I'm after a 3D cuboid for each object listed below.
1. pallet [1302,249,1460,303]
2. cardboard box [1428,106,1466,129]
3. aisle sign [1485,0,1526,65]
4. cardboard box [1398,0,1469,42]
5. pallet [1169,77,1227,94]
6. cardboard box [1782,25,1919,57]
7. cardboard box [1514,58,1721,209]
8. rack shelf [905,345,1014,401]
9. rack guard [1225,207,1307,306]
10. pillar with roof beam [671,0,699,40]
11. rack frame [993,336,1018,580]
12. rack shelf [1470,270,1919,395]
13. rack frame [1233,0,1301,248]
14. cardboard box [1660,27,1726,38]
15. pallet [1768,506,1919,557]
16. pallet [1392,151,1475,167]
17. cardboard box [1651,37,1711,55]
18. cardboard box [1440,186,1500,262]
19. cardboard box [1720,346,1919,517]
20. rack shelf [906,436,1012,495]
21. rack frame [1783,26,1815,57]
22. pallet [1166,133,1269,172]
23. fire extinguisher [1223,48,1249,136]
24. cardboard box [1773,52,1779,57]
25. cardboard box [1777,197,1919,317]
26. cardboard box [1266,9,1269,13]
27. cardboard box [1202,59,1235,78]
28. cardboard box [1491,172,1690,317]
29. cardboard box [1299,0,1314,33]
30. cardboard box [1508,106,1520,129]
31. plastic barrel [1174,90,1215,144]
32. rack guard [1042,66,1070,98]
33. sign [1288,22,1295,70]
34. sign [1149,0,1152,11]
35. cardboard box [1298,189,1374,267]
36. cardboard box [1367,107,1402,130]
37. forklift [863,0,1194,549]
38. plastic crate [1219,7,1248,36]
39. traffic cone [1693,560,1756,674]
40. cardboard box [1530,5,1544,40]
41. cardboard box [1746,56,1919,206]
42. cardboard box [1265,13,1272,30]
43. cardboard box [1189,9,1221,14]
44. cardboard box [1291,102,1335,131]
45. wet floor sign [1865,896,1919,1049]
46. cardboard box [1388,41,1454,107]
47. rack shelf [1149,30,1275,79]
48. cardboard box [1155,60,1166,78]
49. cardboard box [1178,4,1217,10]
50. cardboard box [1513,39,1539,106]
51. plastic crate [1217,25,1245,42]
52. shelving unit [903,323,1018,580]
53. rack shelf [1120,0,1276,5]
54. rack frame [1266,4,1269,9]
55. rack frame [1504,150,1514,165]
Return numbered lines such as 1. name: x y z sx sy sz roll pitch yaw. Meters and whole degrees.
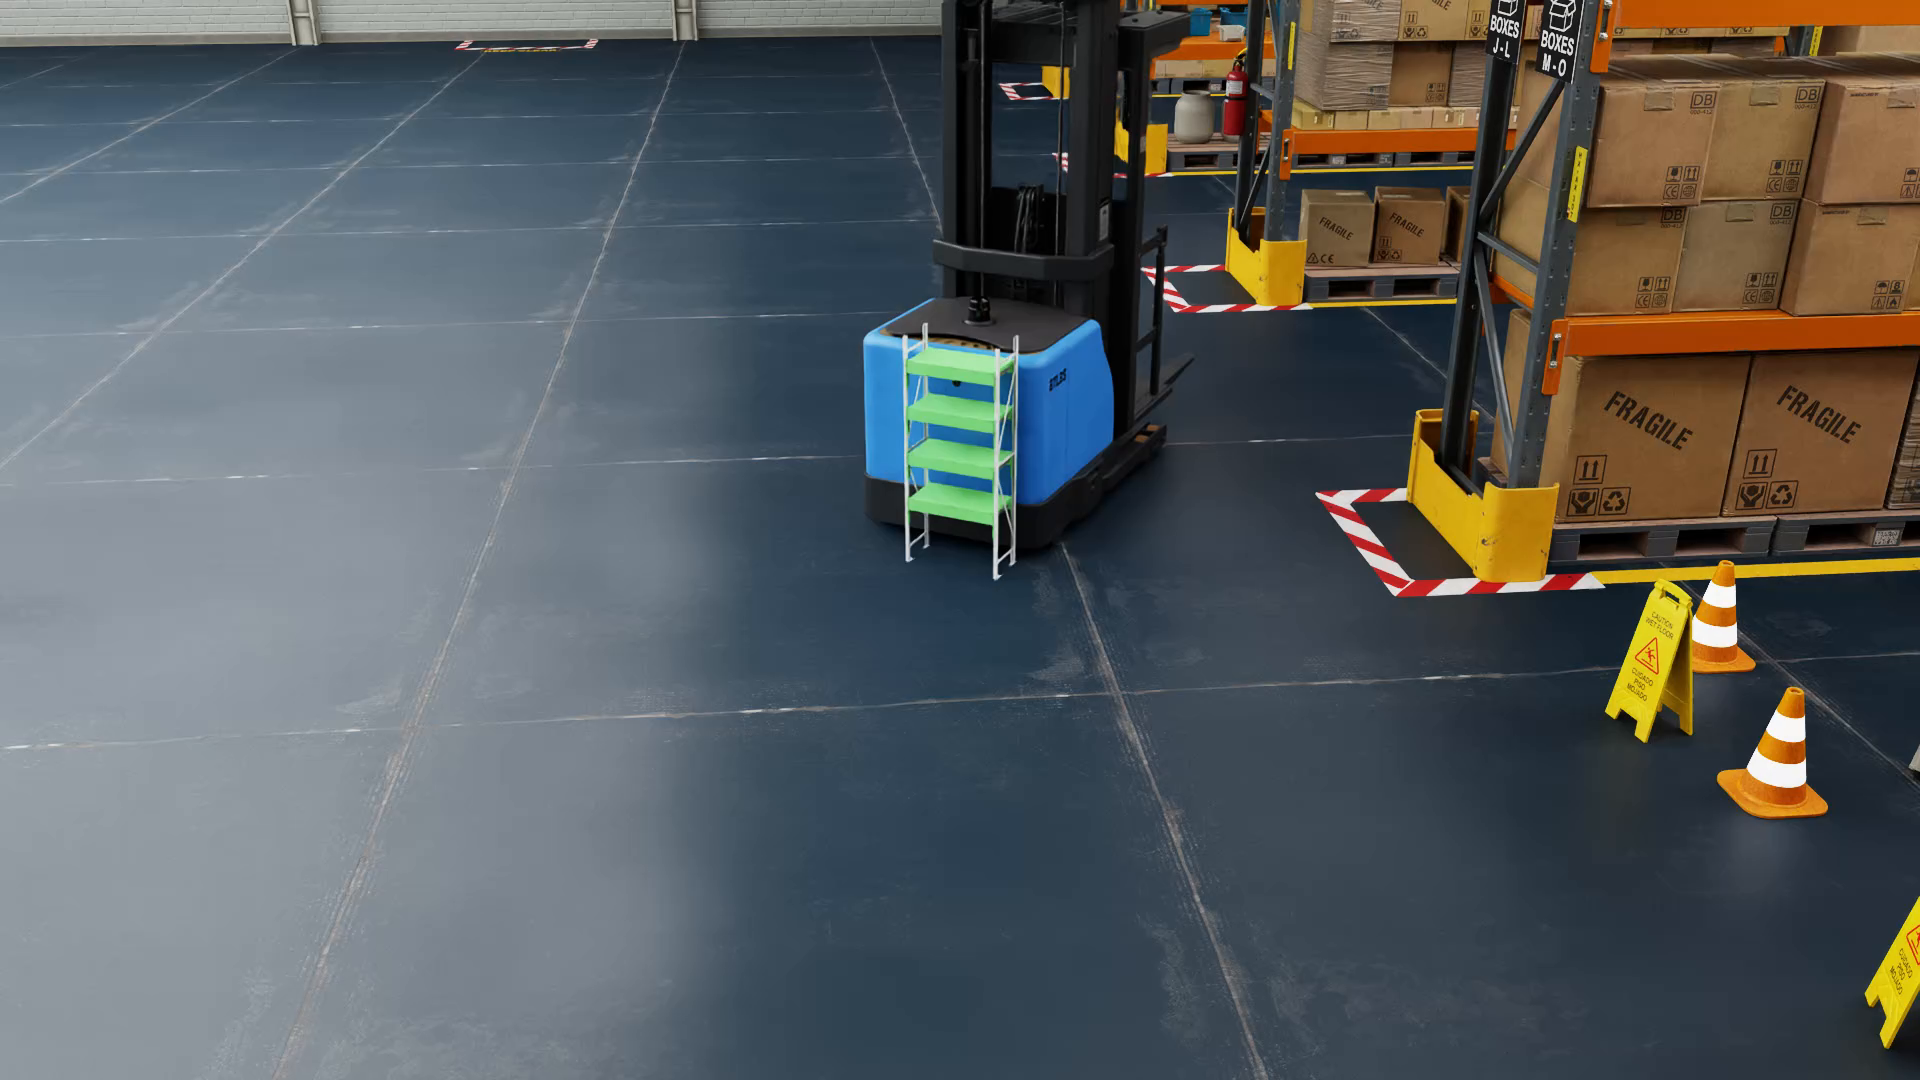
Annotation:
1. pallet: 3.235 -2.154 13.335 1.213 0.211 1.003 -2 24 -5
2. cardboard box: 3.652 -3.239 12.652 0.250 0.149 0.380 -2 24 -5
3. aisle sign: 2.635 -2.704 7.940 0.004 0.787 0.394 -2 24 -5
4. cardboard box: 3.420 -3.974 12.278 0.500 0.500 0.500 -2 24 -5
5. pallet: 3.346 -6.232 22.510 1.213 0.211 1.003 -2 24 -5
6. cardboard box: 7.133 -4.008 12.818 1.000 1.000 1.000 -2 24 -5
7. cardboard box: 3.108 -1.959 7.950 0.550 0.550 0.875 -2 24 -5
8. rack shelf: 0.003 -0.814 8.079 0.480 0.148 0.258 11 26 23
9. rack guard: 2.424 -2.268 13.236 0.348 0.500 1.175 -2 24 -5
10. pillar with roof beam: -4.049 -10.552 21.412 0.400 9.000 9.100 -2 24 -5
11. rack frame: 0.224 -0.391 8.153 0.015 1.200 0.240 11 26 23
12. rack shelf: 4.725 -1.149 8.528 4.000 0.370 1.077 -2 24 -5
13. rack frame: 2.348 -3.407 12.721 0.127 3.000 1.000 -2 24 -5
14. cardboard box: 5.410 -4.055 12.460 0.500 0.500 0.500 -2 24 -5
15. pallet: 4.734 -0.235 9.018 1.213 0.211 1.003 -2 24 -5
16. pallet: 5.169 -4.284 18.129 1.213 0.211 1.003 -2 24 -5
17. cardboard box: 5.374 -3.749 13.003 0.500 0.500 0.875 -2 24 -5
18. cardboard box: 4.187 -2.530 13.309 0.500 0.500 0.500 0 24 0
19. cardboard box: 4.279 -0.709 8.750 0.875 0.875 0.875 -3 24 -6
20. rack shelf: 0.003 -0.375 8.274 0.480 0.148 0.258 11 26 23
21. rack frame: 6.329 -3.566 13.081 0.127 3.000 1.000 -2 24 -5
22. pallet: 2.741 -4.187 17.910 1.213 0.211 1.003 -2 24 -5
23. fire extinguisher: 2.189 -3.553 13.146 0.183 0.674 0.296 -2 24 -5
24. cardboard box: 10.840 -6.733 22.741 0.500 0.500 0.500 -3 24 -6
25. cardboard box: 4.214 -1.502 8.251 0.550 0.550 0.875 -2 24 -5
26. cardboard box: 4.370 -6.934 22.602 0.500 0.500 0.500 -2 24 -5
27. cardboard box: 3.426 -6.337 22.183 0.500 0.250 0.500 -2 24 -5
28. cardboard box: 3.100 -1.500 8.246 0.550 0.550 0.875 -2 24 -5
29. cardboard box: 2.871 -4.167 12.712 0.500 0.500 0.500 -2 24 -5
30. cardboard box: 4.157 -3.228 12.628 0.250 0.149 0.380 -2 24 -5
31. plastic barrel: 2.509 -4.521 17.774 0.421 0.512 0.421 0 24 0
32. rack guard: 1.354 -6.268 22.236 0.348 0.500 1.175 -2 24 -5
33. sign: 2.401 -3.583 12.052 0.005 0.325 0.100 -2 24 -5
34. sign: 1.911 -5.313 16.669 0.005 0.325 0.100 -2 24 -5
35. cardboard box: 2.971 -2.475 13.185 0.500 0.500 0.500 2 24 5
36. cardboard box: 3.156 -3.213 12.595 0.250 0.149 0.380 -2 24 -5
37. forklift: 0.583 -1.859 9.323 1.130 2.935 3.031 11 26 23
38. plastic crate: 2.977 -5.505 17.626 0.408 0.251 0.499 -2 24 -5
39. traffic cone: 3.403 0.314 7.474 0.334 0.463 0.336 -2 24 -5
40. cardboard box: 4.415 -4.017 12.374 0.500 0.500 0.500 -2 24 -5
41. cardboard box: 4.217 -1.986 8.010 0.550 0.550 0.875 -2 24 -5
42. cardboard box: 3.923 -6.705 22.087 0.500 0.500 0.500 -2 24 -5
43. cardboard box: 3.374 -6.896 22.517 0.500 0.500 0.500 -2 24 -5
44. cardboard box: 2.655 -3.207 12.581 0.250 0.149 0.380 -2 24 -5
45. wet floor sign: 3.028 1.250 5.144 0.232 0.644 0.267 6 25 13
46. cardboard box: 3.384 -3.668 12.819 0.500 0.500 0.875 -2 24 -5
47. rack shelf: 3.851 -5.160 17.551 4.000 0.370 1.077 -2 24 -5
48. cardboard box: 2.431 -6.299 22.098 0.500 0.250 0.500 -2 24 -5
49. cardboard box: 3.839 -8.574 26.883 0.500 0.500 0.500 -4 24 -9
50. cardboard box: 4.384 -3.685 12.859 0.500 0.500 0.875 -2 24 -5
51. plastic crate: 2.783 -5.194 17.067 0.250 0.136 0.298 -2 24 -5
52. shelving unit: 0.003 -0.433 8.248 0.503 1.200 0.258 11 26 23
53. rack shelf: 3.368 -7.162 22.056 4.000 0.370 1.077 -2 24 -5
54. rack frame: 4.868 -9.573 26.594 0.127 3.000 1.000 -2 24 -5
55. rack frame: 5.842 -5.568 17.585 0.127 3.000 1.000 -2 24 -5
